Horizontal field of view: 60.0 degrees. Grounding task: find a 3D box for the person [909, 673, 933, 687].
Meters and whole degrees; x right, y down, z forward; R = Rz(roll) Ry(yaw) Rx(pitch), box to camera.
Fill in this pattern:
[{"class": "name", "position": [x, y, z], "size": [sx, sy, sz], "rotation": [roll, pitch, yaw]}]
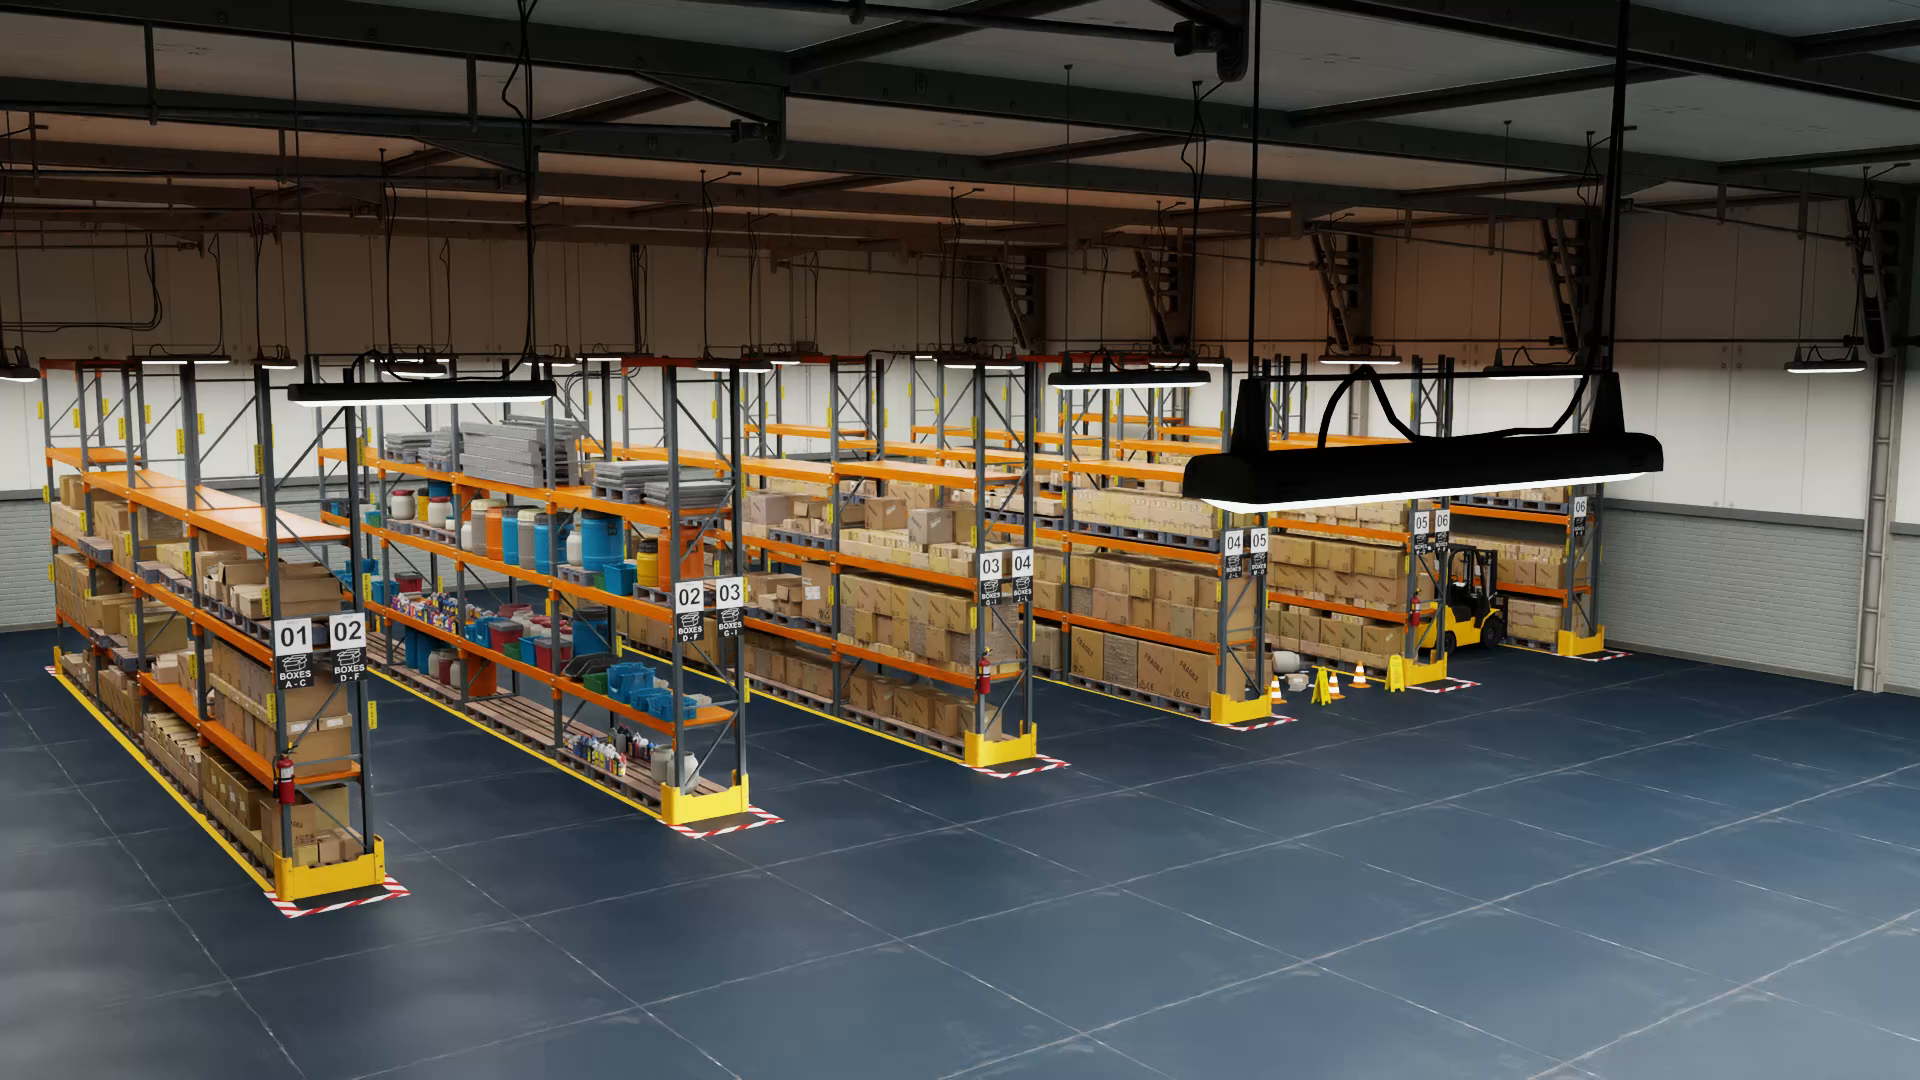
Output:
[{"class": "person", "position": [-0.623, 1.934, 29.735], "size": [0.471, 1.629, 1.035], "rotation": [-5, 9, -38]}]
